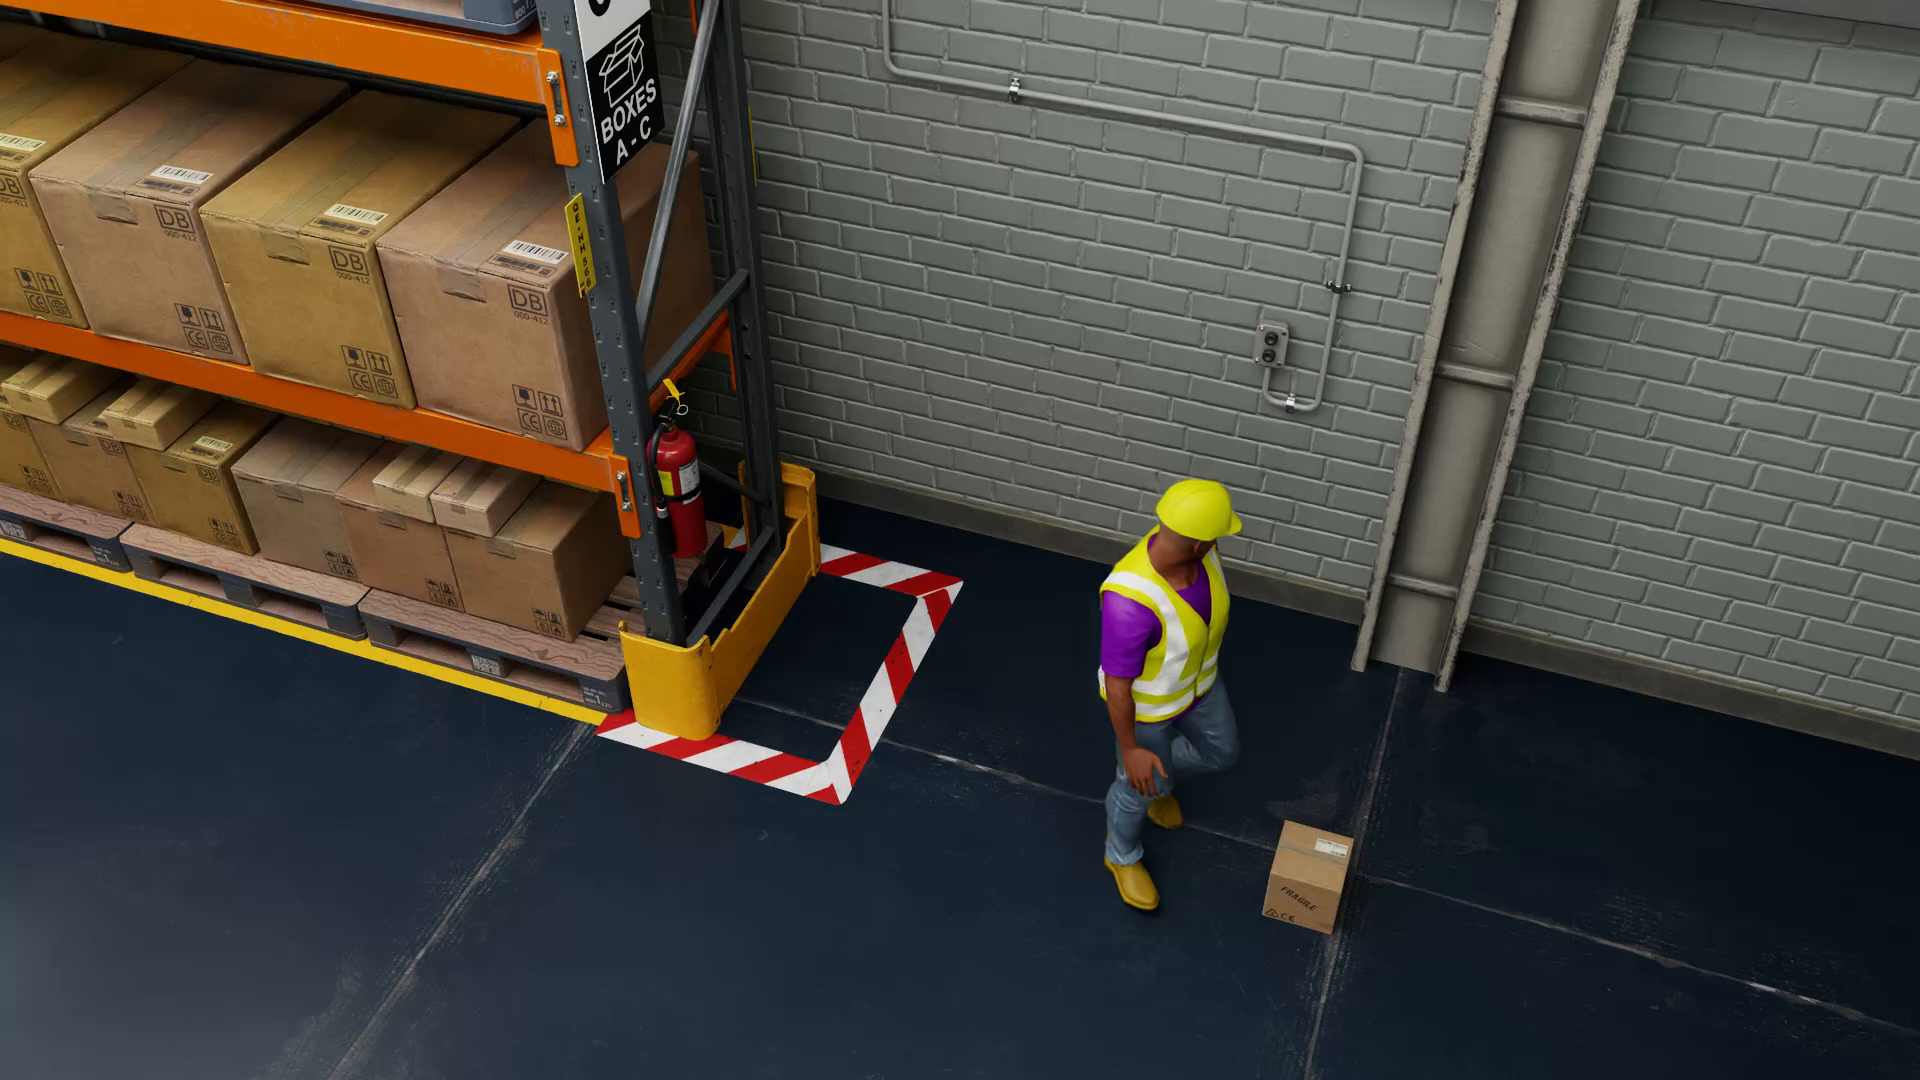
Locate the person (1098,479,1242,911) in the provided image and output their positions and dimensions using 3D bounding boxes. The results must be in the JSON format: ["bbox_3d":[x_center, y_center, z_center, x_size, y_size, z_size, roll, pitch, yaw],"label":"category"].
[{"bbox_3d":[0.669,0.506,5.533,0.463,1.771,0.633,33,51,32],"label":"person"}]
